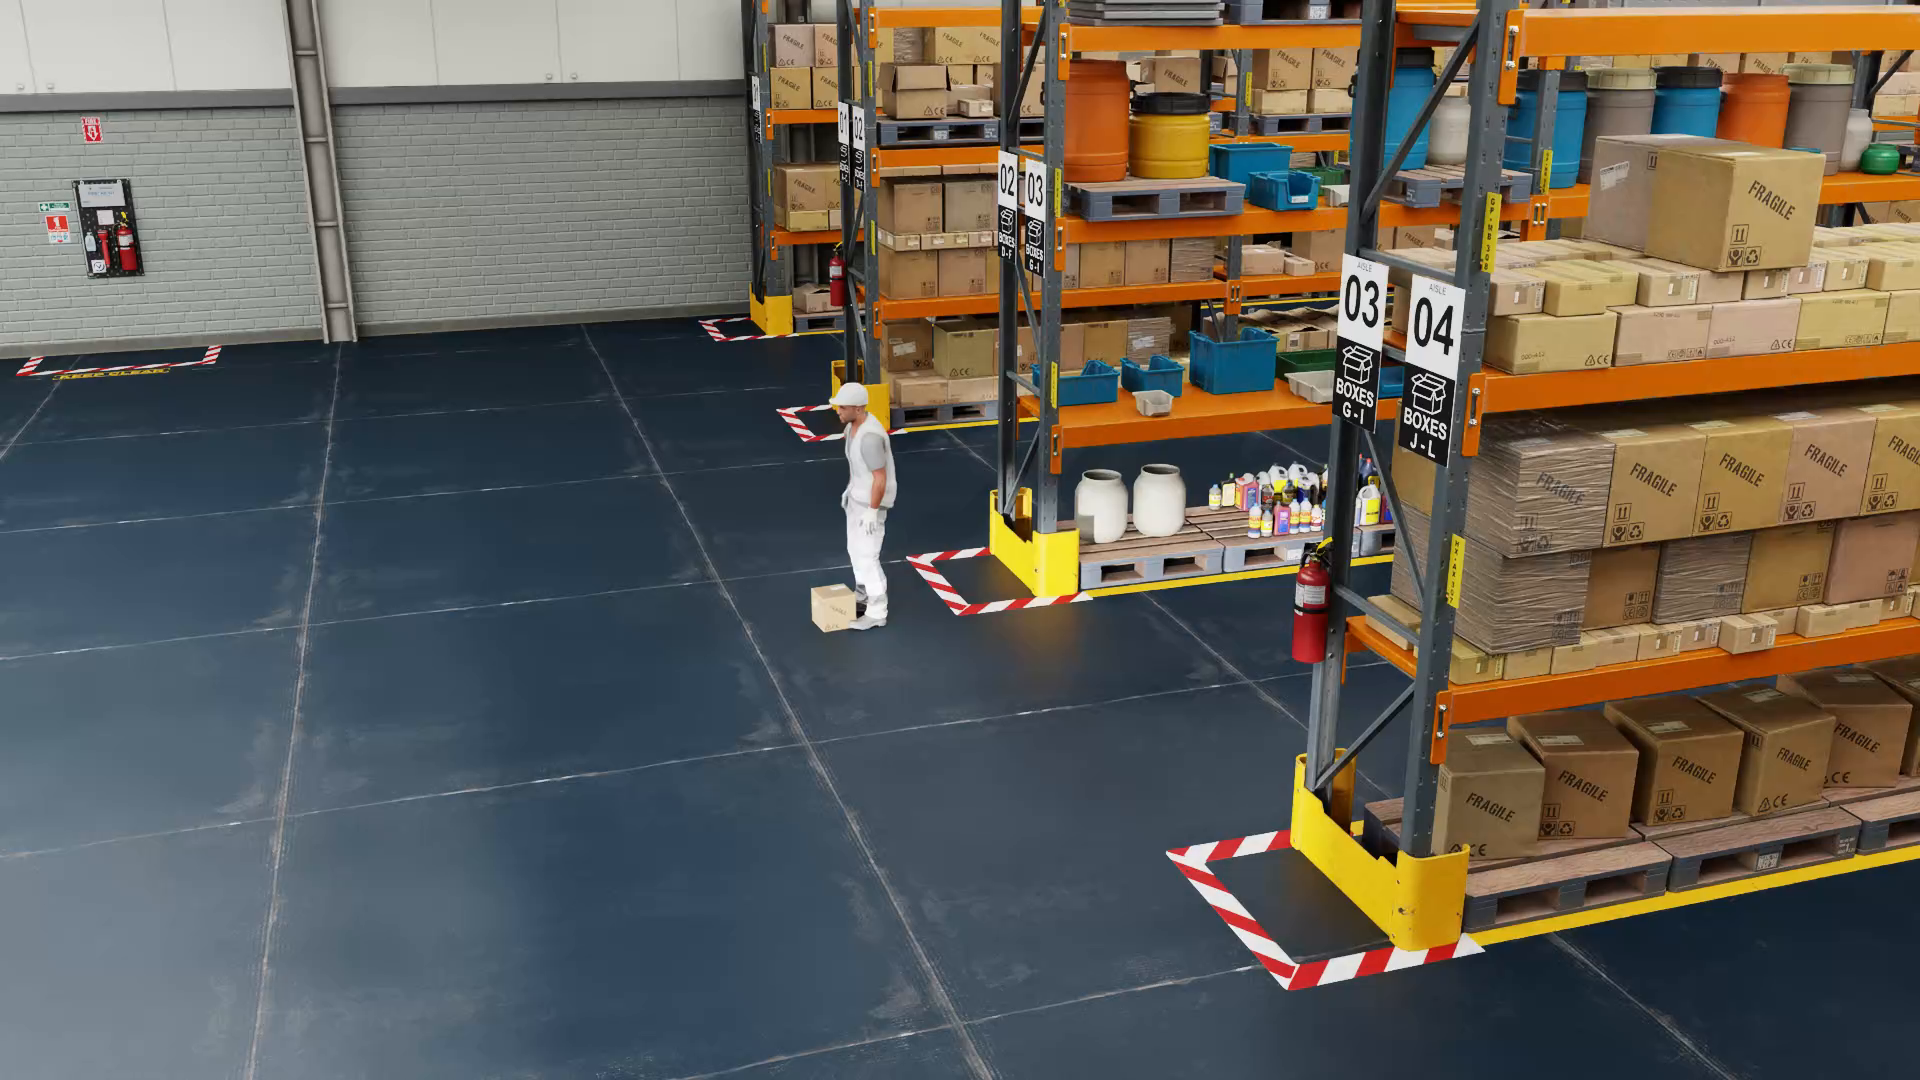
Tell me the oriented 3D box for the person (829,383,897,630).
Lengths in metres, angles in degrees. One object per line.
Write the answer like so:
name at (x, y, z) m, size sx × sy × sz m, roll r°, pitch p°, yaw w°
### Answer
person at (-0.693, -0.256, 11.784) m, size 0.455 × 1.779 × 0.611 m, roll -6°, pitch 20°, yaw -18°
